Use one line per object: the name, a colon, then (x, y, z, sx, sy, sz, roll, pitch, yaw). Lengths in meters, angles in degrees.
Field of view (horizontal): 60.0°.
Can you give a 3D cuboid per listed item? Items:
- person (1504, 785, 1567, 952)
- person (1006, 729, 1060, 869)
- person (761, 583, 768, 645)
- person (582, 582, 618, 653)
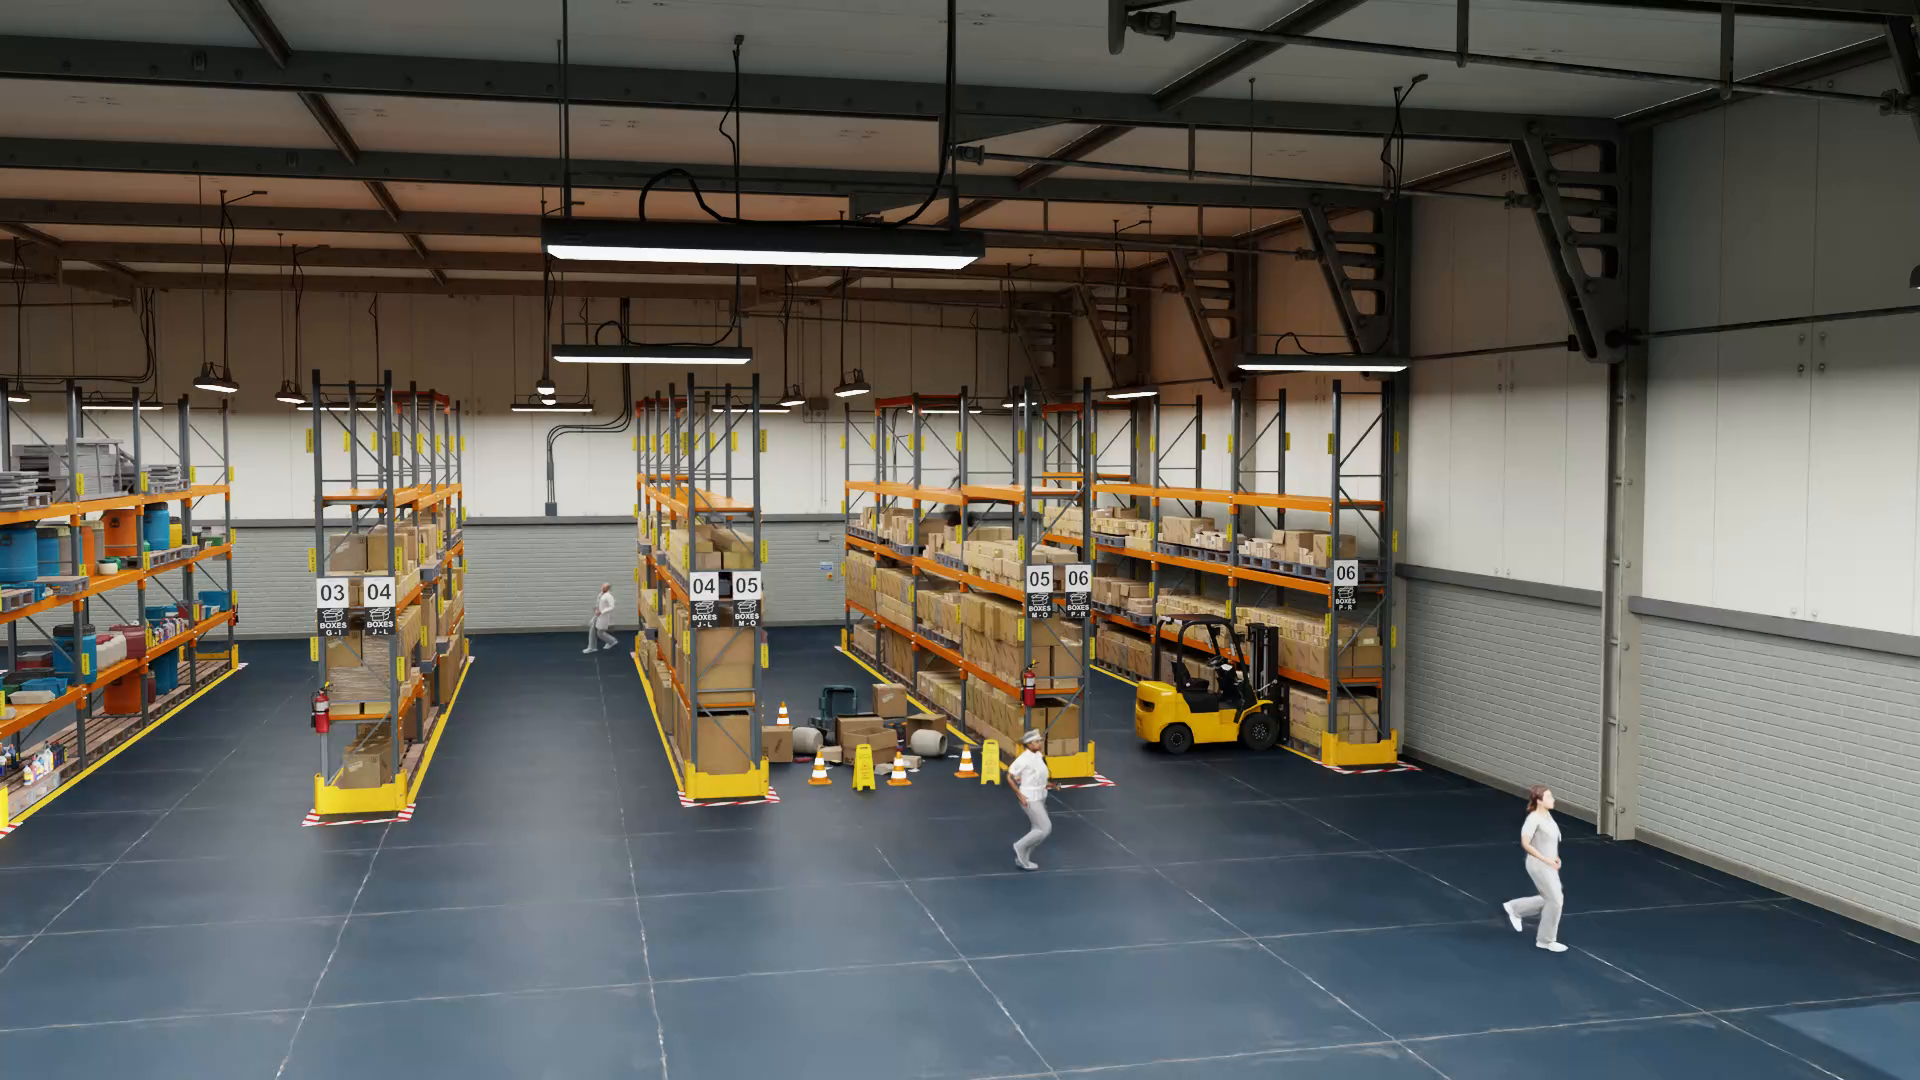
person: (5.707, 3.230, 16.494, 0.655, 1.627, 0.585, 3, 4, 38)
person: (0.902, 3.040, 19.482, 0.569, 1.659, 0.560, 2, 4, 28)
person: (-5.026, 1.805, 41.109, 0.564, 1.641, 0.587, -1, 3, -13)
person: (-8.518, 1.861, 39.824, 0.854, 1.712, 0.758, -3, 4, -40)
